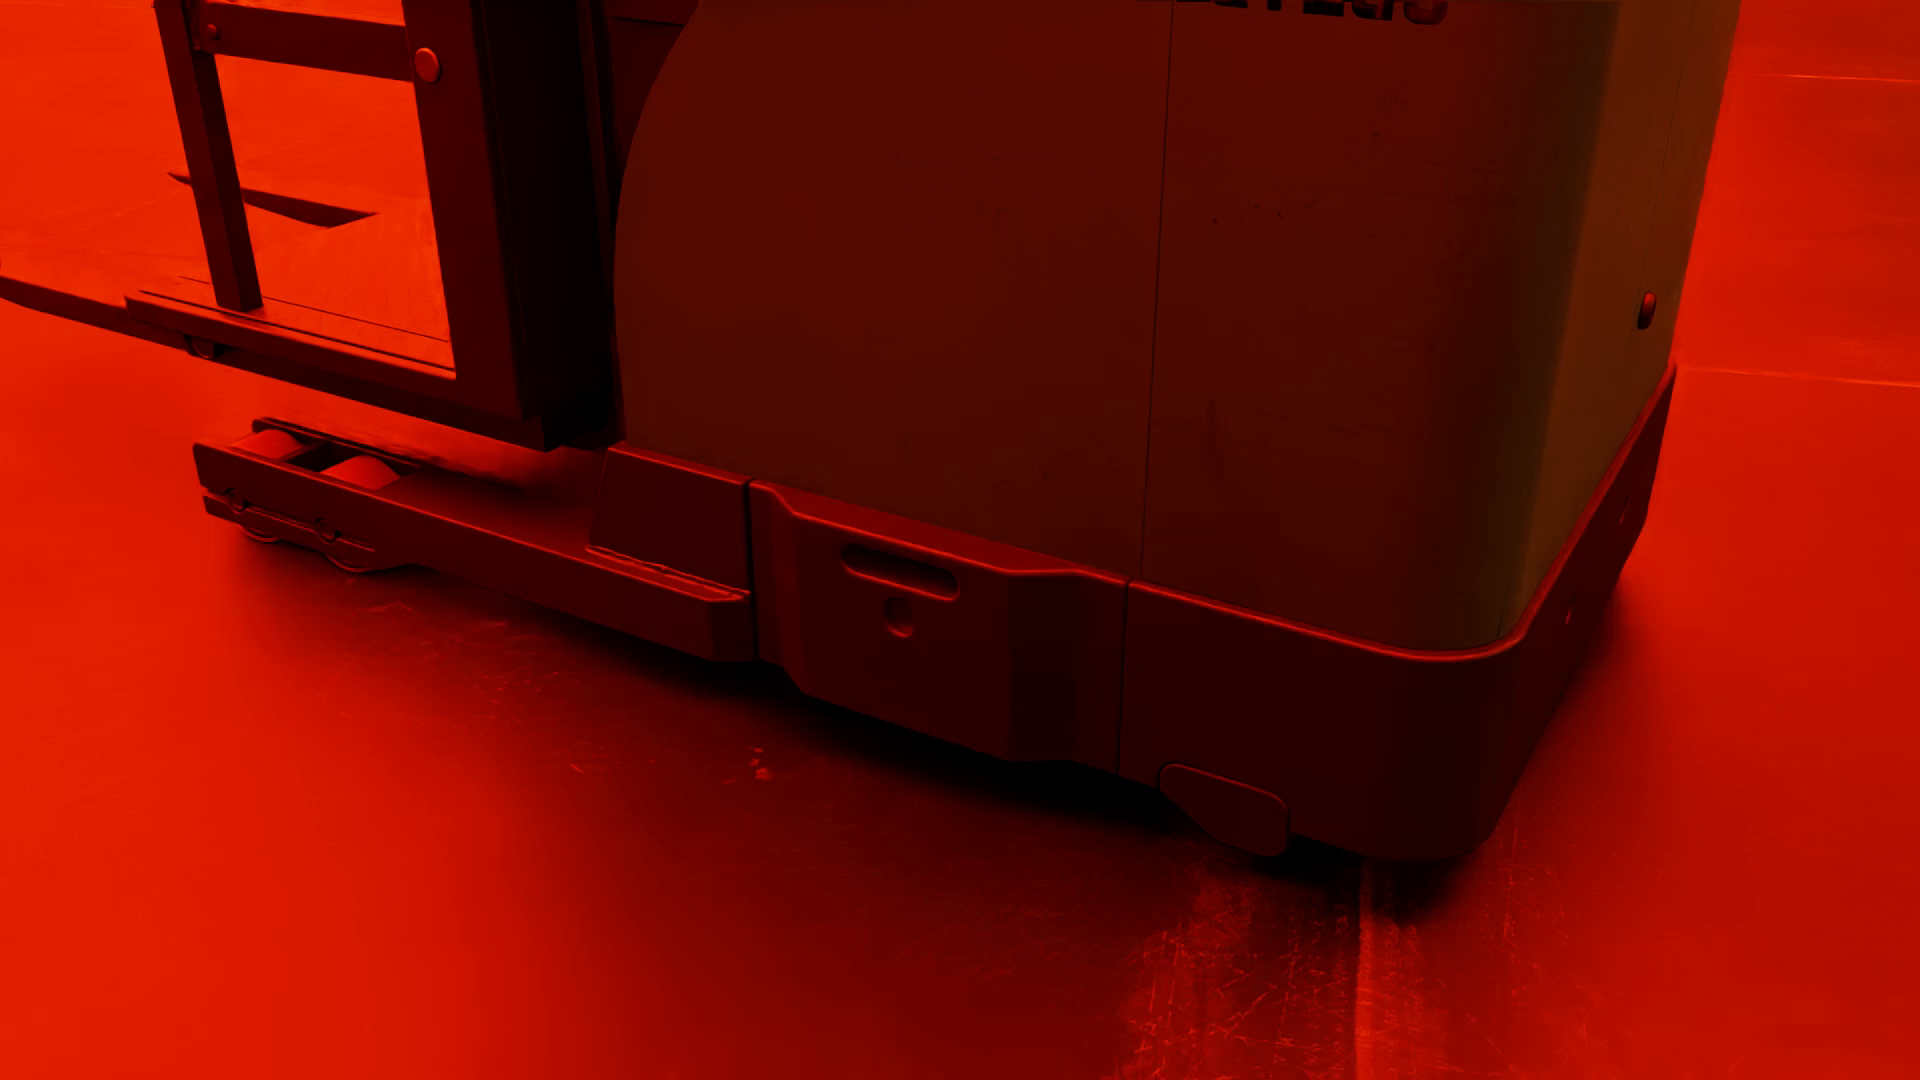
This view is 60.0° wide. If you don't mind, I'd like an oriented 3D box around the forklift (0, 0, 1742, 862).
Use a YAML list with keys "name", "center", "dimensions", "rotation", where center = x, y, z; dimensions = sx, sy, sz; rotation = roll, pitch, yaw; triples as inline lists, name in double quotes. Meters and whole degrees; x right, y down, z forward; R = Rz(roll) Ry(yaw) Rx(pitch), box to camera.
- name: "forklift"
  center: [-0.539, -1.448, 2.117]
  dimensions: [3.031, 2.935, 1.130]
  rotation: [15, 30, 27]
